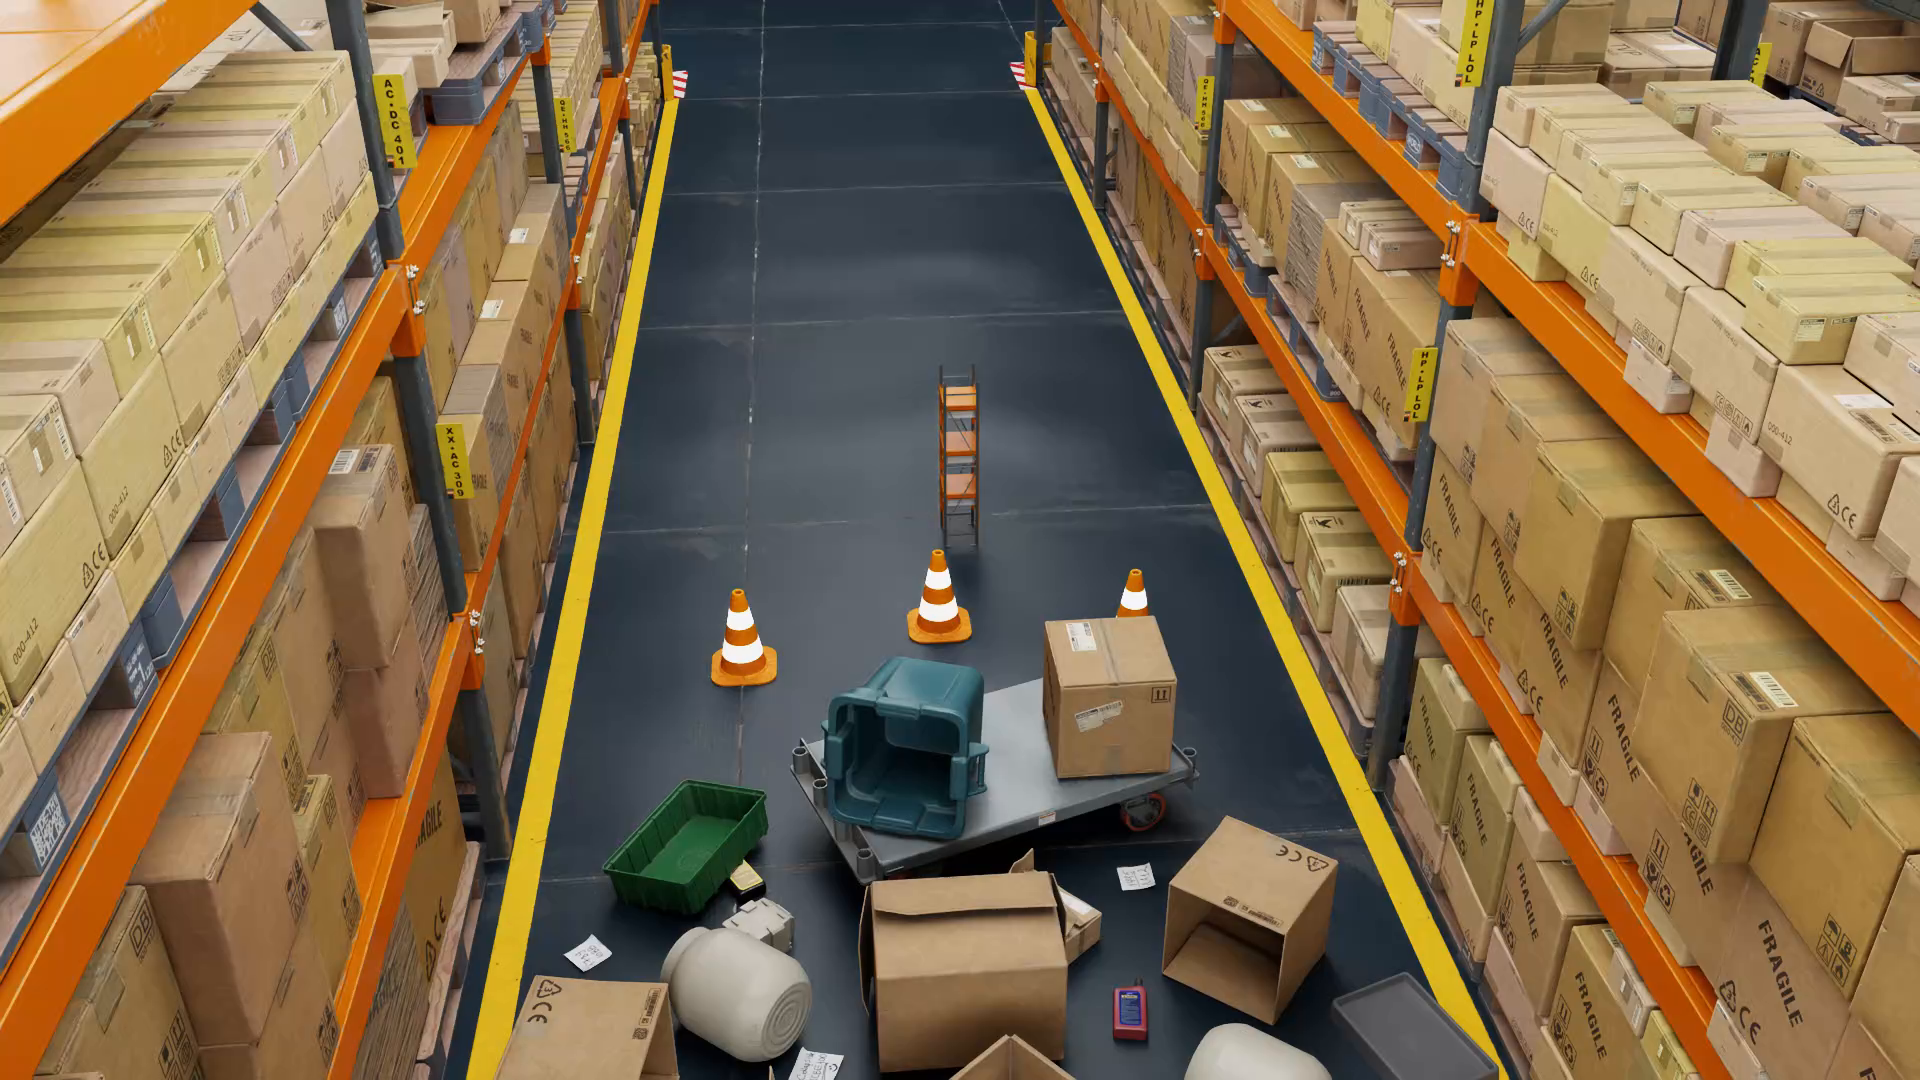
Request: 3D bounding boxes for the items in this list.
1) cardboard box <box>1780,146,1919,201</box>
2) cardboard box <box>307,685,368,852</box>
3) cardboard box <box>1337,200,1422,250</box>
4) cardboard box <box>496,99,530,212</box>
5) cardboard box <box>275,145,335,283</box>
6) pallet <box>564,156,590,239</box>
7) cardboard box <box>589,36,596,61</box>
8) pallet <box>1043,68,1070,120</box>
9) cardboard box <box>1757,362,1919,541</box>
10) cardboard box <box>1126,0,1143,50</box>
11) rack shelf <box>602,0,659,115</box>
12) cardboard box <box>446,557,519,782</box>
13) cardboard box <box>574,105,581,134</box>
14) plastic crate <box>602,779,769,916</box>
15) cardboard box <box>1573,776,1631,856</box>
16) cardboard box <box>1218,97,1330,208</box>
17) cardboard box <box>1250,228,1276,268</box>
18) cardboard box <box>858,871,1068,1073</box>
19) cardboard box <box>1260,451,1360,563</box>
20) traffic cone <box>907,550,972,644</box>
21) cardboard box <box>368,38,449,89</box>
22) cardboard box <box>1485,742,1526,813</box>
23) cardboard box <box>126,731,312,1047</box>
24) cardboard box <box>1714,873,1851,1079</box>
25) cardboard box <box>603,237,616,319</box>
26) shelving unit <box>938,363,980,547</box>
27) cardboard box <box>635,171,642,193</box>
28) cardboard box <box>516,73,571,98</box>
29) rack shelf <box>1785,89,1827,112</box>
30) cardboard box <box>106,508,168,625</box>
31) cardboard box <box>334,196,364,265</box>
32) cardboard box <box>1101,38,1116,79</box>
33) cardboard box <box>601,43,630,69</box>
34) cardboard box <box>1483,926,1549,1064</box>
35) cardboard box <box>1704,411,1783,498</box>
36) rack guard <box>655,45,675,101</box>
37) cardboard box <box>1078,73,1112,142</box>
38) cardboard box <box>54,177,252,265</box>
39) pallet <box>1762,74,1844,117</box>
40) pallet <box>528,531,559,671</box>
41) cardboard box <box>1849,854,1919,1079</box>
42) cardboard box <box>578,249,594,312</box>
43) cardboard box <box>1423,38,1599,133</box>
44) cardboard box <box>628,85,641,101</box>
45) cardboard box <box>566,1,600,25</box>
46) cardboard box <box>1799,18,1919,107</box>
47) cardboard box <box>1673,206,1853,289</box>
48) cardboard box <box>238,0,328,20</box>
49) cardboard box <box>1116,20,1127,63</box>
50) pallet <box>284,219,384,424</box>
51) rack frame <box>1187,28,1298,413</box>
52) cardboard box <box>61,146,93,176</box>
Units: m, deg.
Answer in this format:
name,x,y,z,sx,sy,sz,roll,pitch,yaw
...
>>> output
name,x,y,z,sx,sy,sz,roll,pitch,yaw
cardboard box,2.858,-1.137,5.271,0.380,0.149,0.250,-2,31,-3
cardboard box,-2.445,0.815,5.315,0.875,0.550,0.550,-3,31,-5
cardboard box,2.026,-1.503,7.911,0.380,0.149,0.250,-4,31,-7
cardboard box,-2.841,-2.154,9.359,0.700,0.500,0.500,-3,31,-5
cardboard box,-2.150,-0.947,4.834,0.500,0.250,0.500,-3,31,-5
pallet,-3.045,-2.188,10.676,1.213,0.211,1.003,-3,31,-5
cardboard box,-2.966,-3.699,12.564,0.380,0.149,0.250,-1,31,-2
pallet,1.452,-4.683,17.385,1.003,0.211,1.213,-3,31,-5
cardboard box,2.379,-0.237,4.153,0.500,0.250,0.500,-2,31,-3
cardboard box,1.547,-3.962,12.386,0.500,0.500,0.500,-3,31,-6
rack shelf,-3.433,-4.666,15.339,1.077,0.370,4.000,-3,31,-5
cardboard box,-2.646,0.603,7.599,1.050,0.750,0.750,-3,31,-5
cardboard box,-2.839,-2.899,11.514,0.380,0.149,0.250,-2,31,-4
plastic crate,-1.178,1.339,7.270,0.450,0.188,0.662,4,30,26
cardboard box,2.292,0.906,5.552,0.380,0.149,0.250,-3,31,-5
cardboard box,1.858,-2.311,9.896,0.500,0.500,0.500,-4,31,-6
cardboard box,1.869,-1.669,9.455,0.380,0.149,0.250,-3,31,-4
cardboard box,0.013,1.645,6.374,0.797,0.637,0.503,-3,31,-5
cardboard box,2.231,-0.200,9.313,0.950,0.372,0.625,-2,31,-3
traffic cone,-0.112,0.264,8.856,0.336,0.463,0.334,-3,31,-5
cardboard box,-2.371,-2.001,6.987,0.380,0.149,0.250,-3,31,-5
cardboard box,2.208,0.884,6.252,0.380,0.149,0.250,-2,31,-3
cardboard box,-2.182,0.884,4.145,0.875,0.550,0.550,-3,31,-5
cardboard box,2.427,1.193,4.440,0.500,0.500,0.500,-3,31,-4
cardboard box,-2.788,-1.911,12.052,0.500,0.500,0.500,-4,31,-6
shelving unit,-0.005,-0.478,9.527,0.215,1.050,0.252,-3,31,-5
cardboard box,-2.960,-3.112,14.405,0.380,0.149,0.250,-4,31,-7
cardboard box,-2.820,-3.021,11.138,0.380,0.149,0.250,-1,31,-2
rack shelf,6.801,-3.153,12.805,1.077,0.370,4.000,-3,31,-5
cardboard box,-1.933,0.063,3.532,0.380,0.149,0.250,-3,31,-4
cardboard box,-2.123,-0.974,5.268,0.380,0.149,0.250,-2,31,-4
cardboard box,1.451,-3.941,13.569,0.500,0.250,0.500,-3,31,-6
cardboard box,-2.947,-4.007,13.778,0.380,0.149,0.250,-2,31,-3
cardboard box,2.320,1.699,6.253,0.500,0.250,0.500,-3,31,-5
cardboard box,2.294,-0.247,4.558,0.380,0.149,0.250,-3,31,-5
rack guard,-3.613,-4.884,17.440,1.175,0.500,0.348,-3,31,-5
cardboard box,1.637,-4.106,15.788,0.875,0.438,0.875,-4,31,-6
cardboard box,-2.030,-0.799,4.198,0.380,0.149,0.250,-3,31,-5
pallet,6.802,-3.351,12.622,1.003,0.211,1.213,-3,31,-5
pallet,-2.763,0.313,9.021,1.003,0.211,1.213,-3,31,-5
cardboard box,2.529,1.033,3.732,0.700,0.500,0.500,-3,31,-6
cardboard box,-2.696,-1.705,10.976,0.500,0.250,0.500,-4,31,-7
cardboard box,2.221,-1.853,6.739,0.500,0.250,0.500,-3,31,-6
cardboard box,-3.193,-4.151,15.565,0.380,0.149,0.250,-3,31,-4
cardboard box,-3.014,-4.086,12.922,0.380,0.149,0.250,-1,31,-2
cardboard box,6.651,-3.490,12.157,0.797,0.503,0.637,-3,31,-6
cardboard box,2.301,-0.842,4.777,0.380,0.149,0.250,-3,31,-5
cardboard box,-2.882,-2.227,7.208,0.500,0.311,0.500,-4,31,-6
cardboard box,1.510,-3.890,12.996,0.500,0.250,0.500,-2,31,-4
pallet,-2.433,-0.701,5.160,1.003,0.211,1.213,-3,31,-5
rack frame,2.046,-2.201,10.509,1.000,3.000,0.127,-3,31,-5
cardboard box,-2.755,-1.154,4.791,0.380,0.149,0.250,-3,31,-5
